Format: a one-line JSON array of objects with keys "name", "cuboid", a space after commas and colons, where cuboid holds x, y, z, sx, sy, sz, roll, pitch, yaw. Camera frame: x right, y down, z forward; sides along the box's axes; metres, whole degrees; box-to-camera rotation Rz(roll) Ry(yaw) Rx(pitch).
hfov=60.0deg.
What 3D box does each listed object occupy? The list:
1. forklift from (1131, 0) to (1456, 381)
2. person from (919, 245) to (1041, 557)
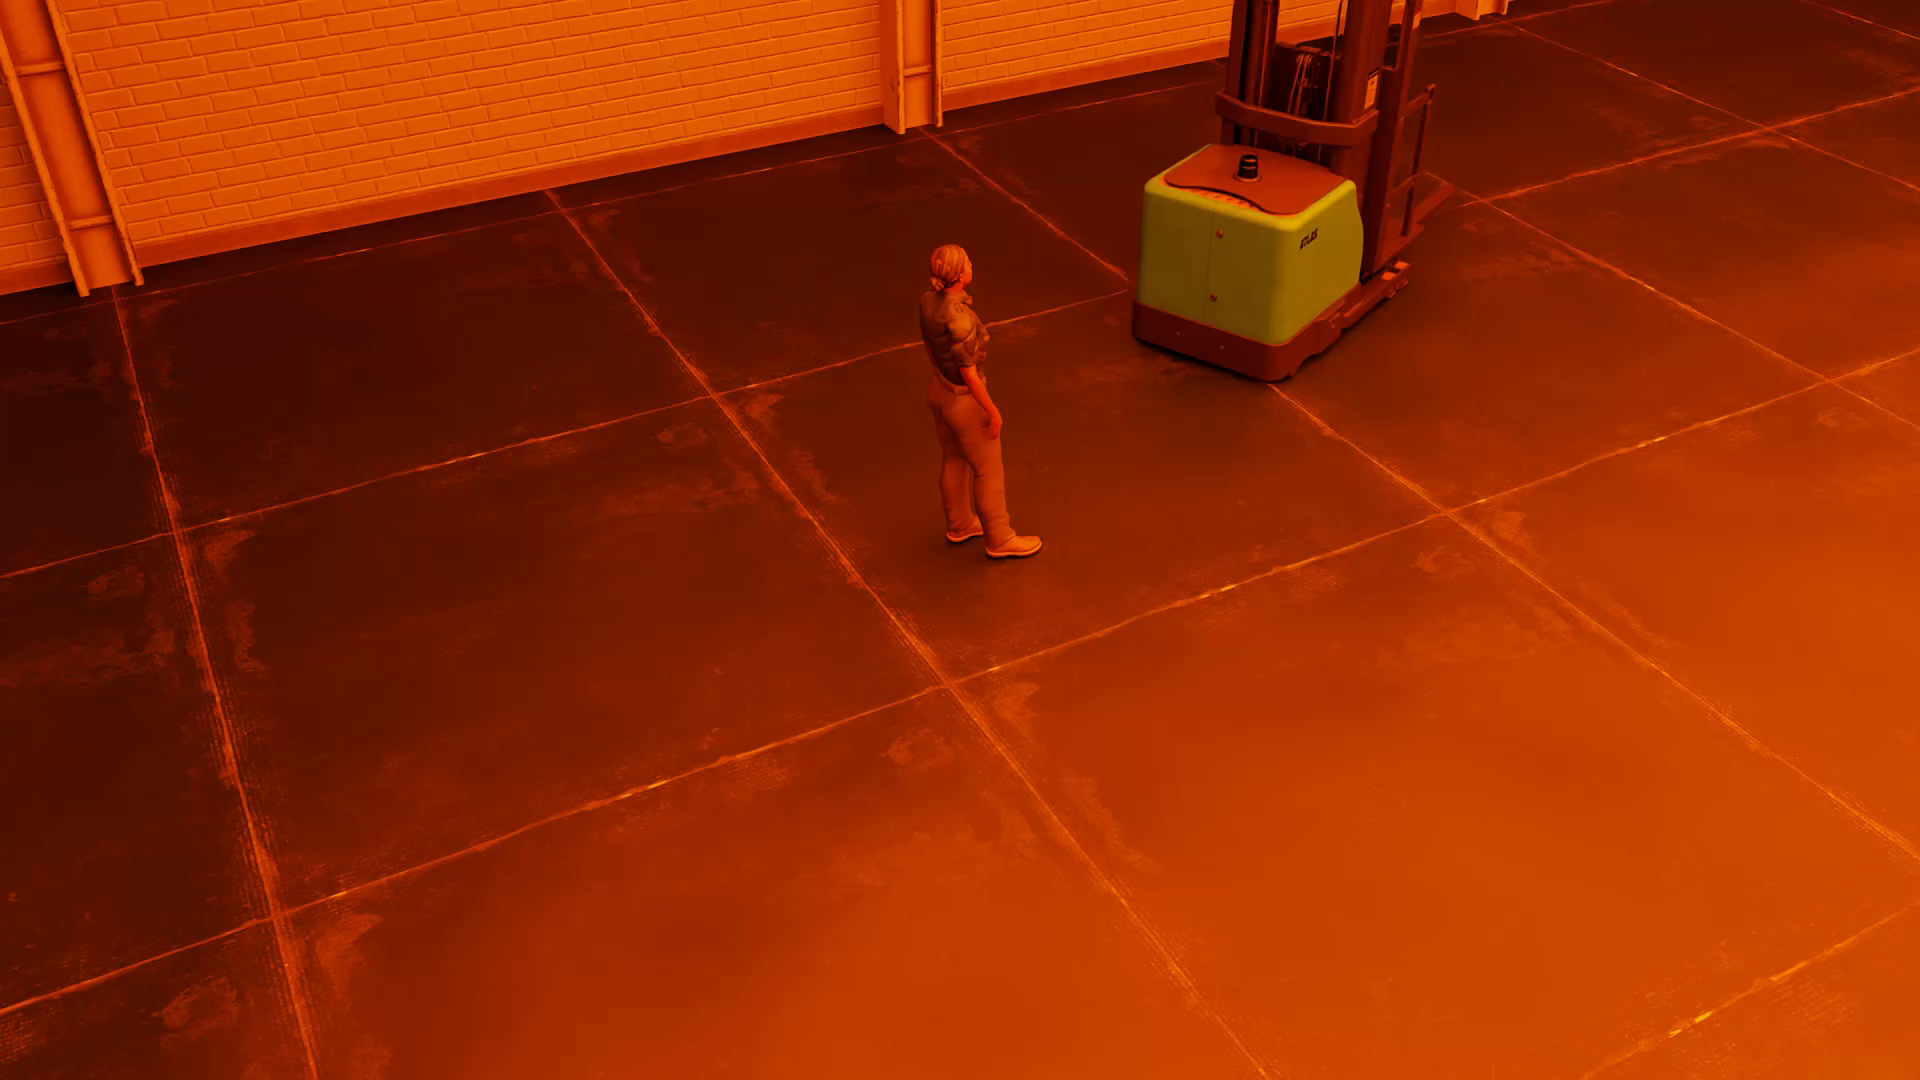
[{"name": "forklift", "cuboid": [2.354, -2.938, 10.280, 1.130, 2.935, 3.031, 23, 41, 29]}, {"name": "person", "cuboid": [0.087, -0.695, 8.200, 0.503, 1.656, 0.570, -17, 39, -23]}]
